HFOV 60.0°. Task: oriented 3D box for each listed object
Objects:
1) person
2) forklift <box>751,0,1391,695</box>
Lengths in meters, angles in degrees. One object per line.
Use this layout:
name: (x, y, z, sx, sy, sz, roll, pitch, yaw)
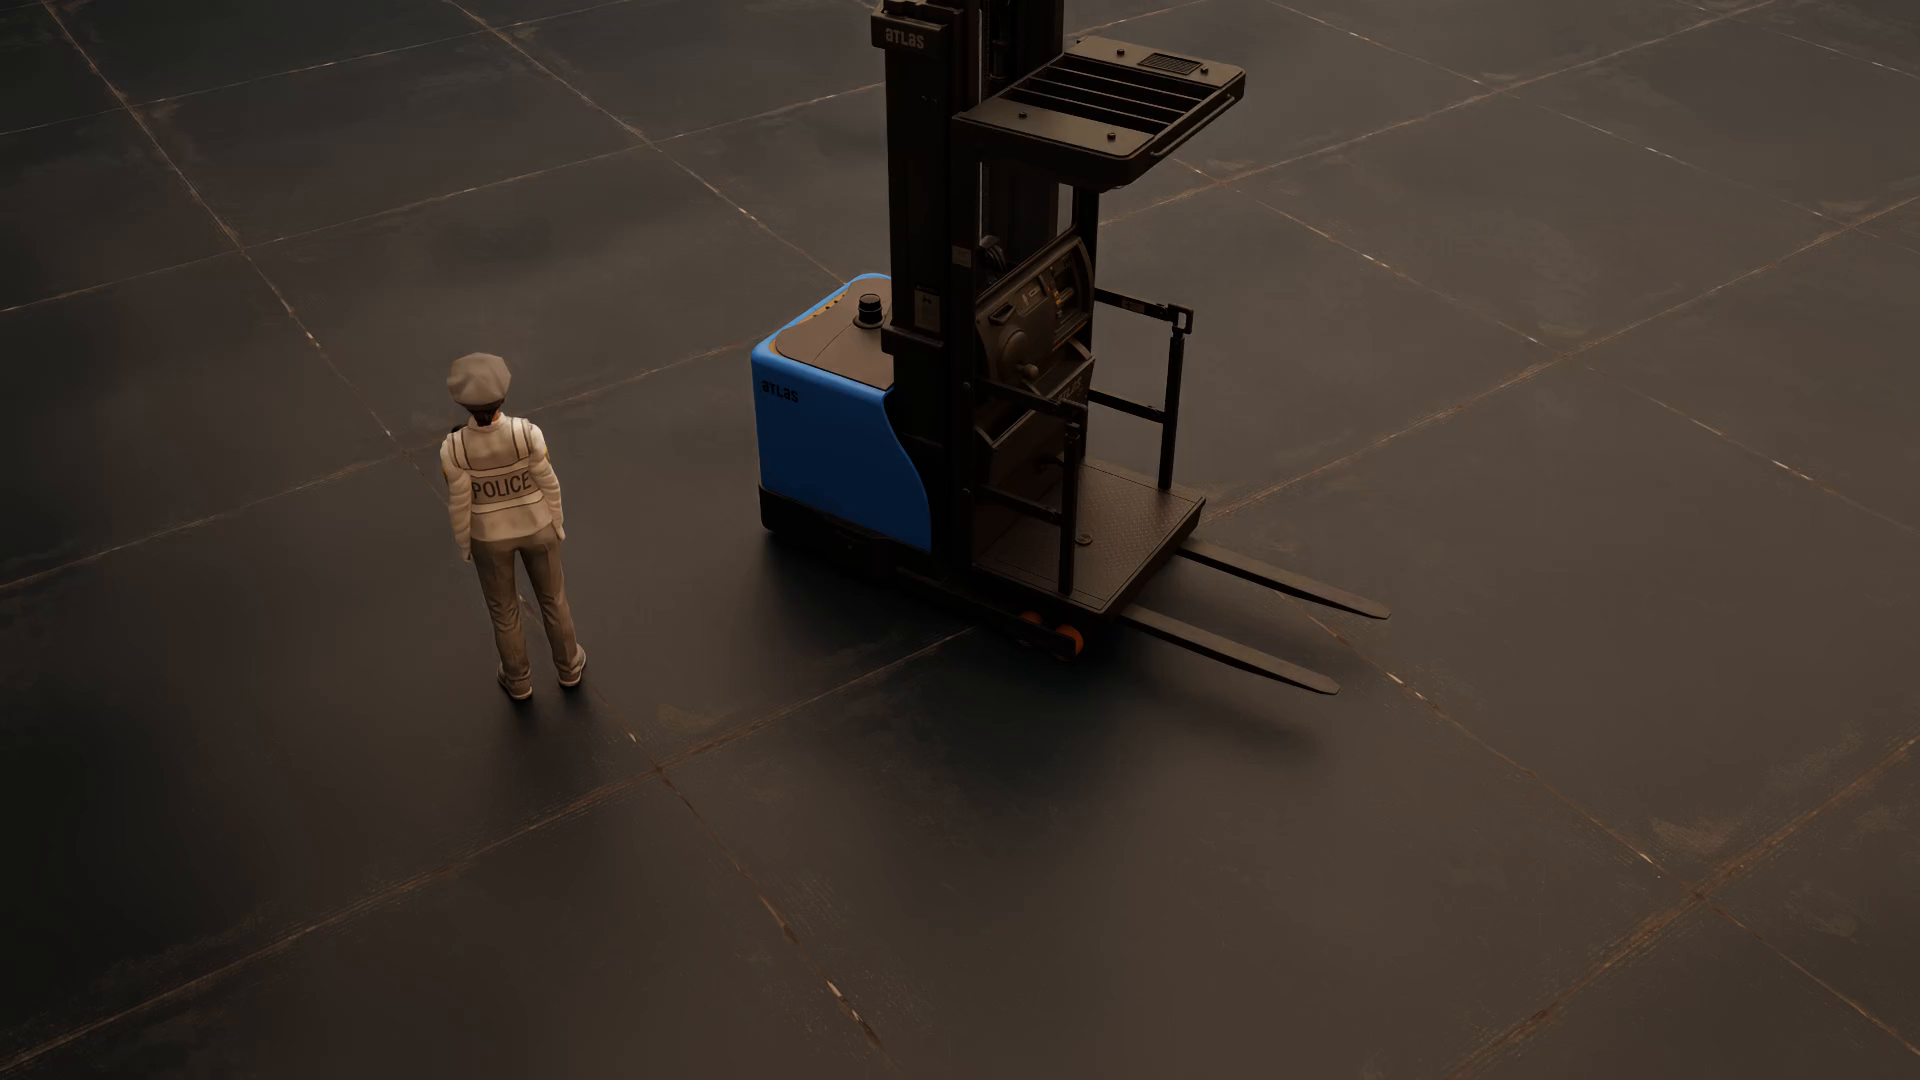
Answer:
person: (-1.902, -0.037, 7.041, 0.458, 1.694, 0.360, -13, 38, -17)
forklift: (0.514, -0.985, 7.276, 3.031, 2.935, 1.130, 21, 41, 26)
